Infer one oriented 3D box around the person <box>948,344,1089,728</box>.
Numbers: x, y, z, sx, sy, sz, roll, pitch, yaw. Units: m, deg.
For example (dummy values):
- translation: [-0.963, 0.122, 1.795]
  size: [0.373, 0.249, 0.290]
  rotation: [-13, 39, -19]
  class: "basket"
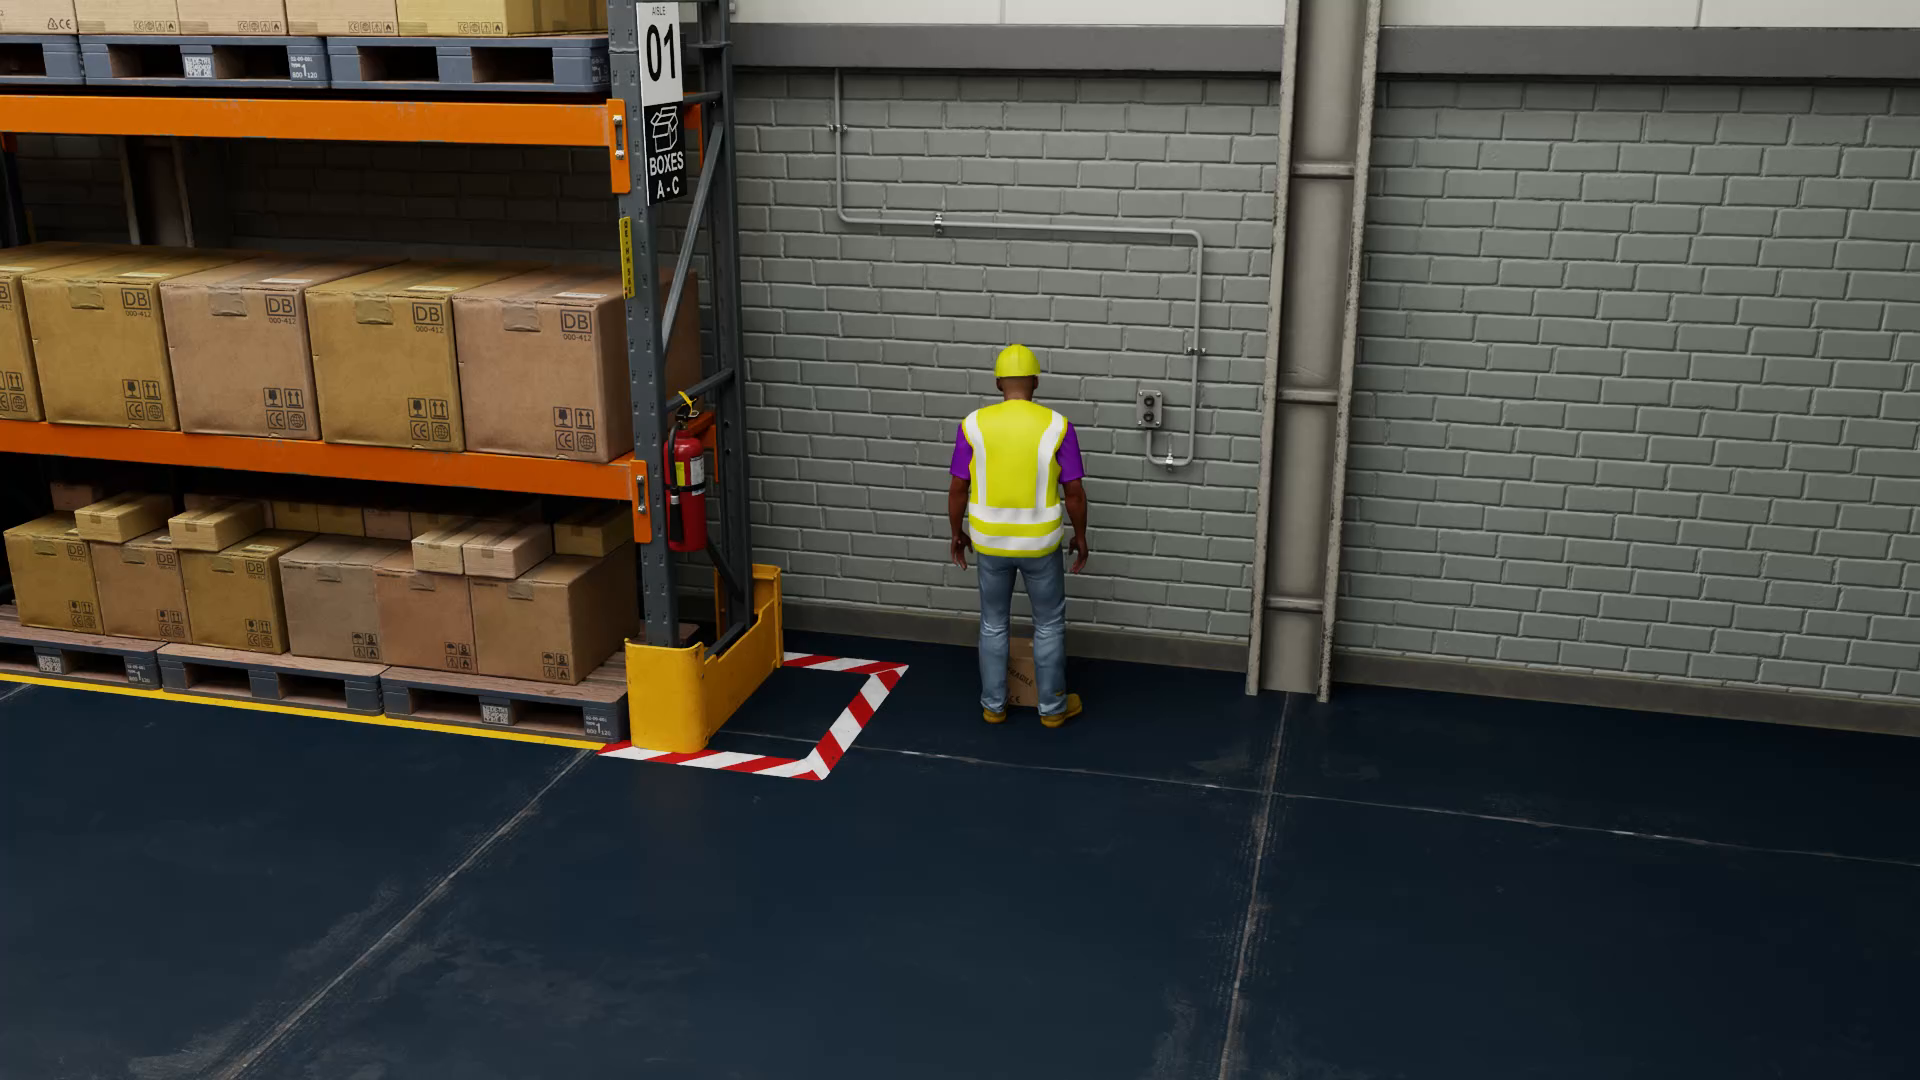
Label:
- translation: [0.267, -0.013, 7.567]
  size: [0.635, 1.760, 0.457]
  rotation: [3, 18, 10]
  class: "person"
